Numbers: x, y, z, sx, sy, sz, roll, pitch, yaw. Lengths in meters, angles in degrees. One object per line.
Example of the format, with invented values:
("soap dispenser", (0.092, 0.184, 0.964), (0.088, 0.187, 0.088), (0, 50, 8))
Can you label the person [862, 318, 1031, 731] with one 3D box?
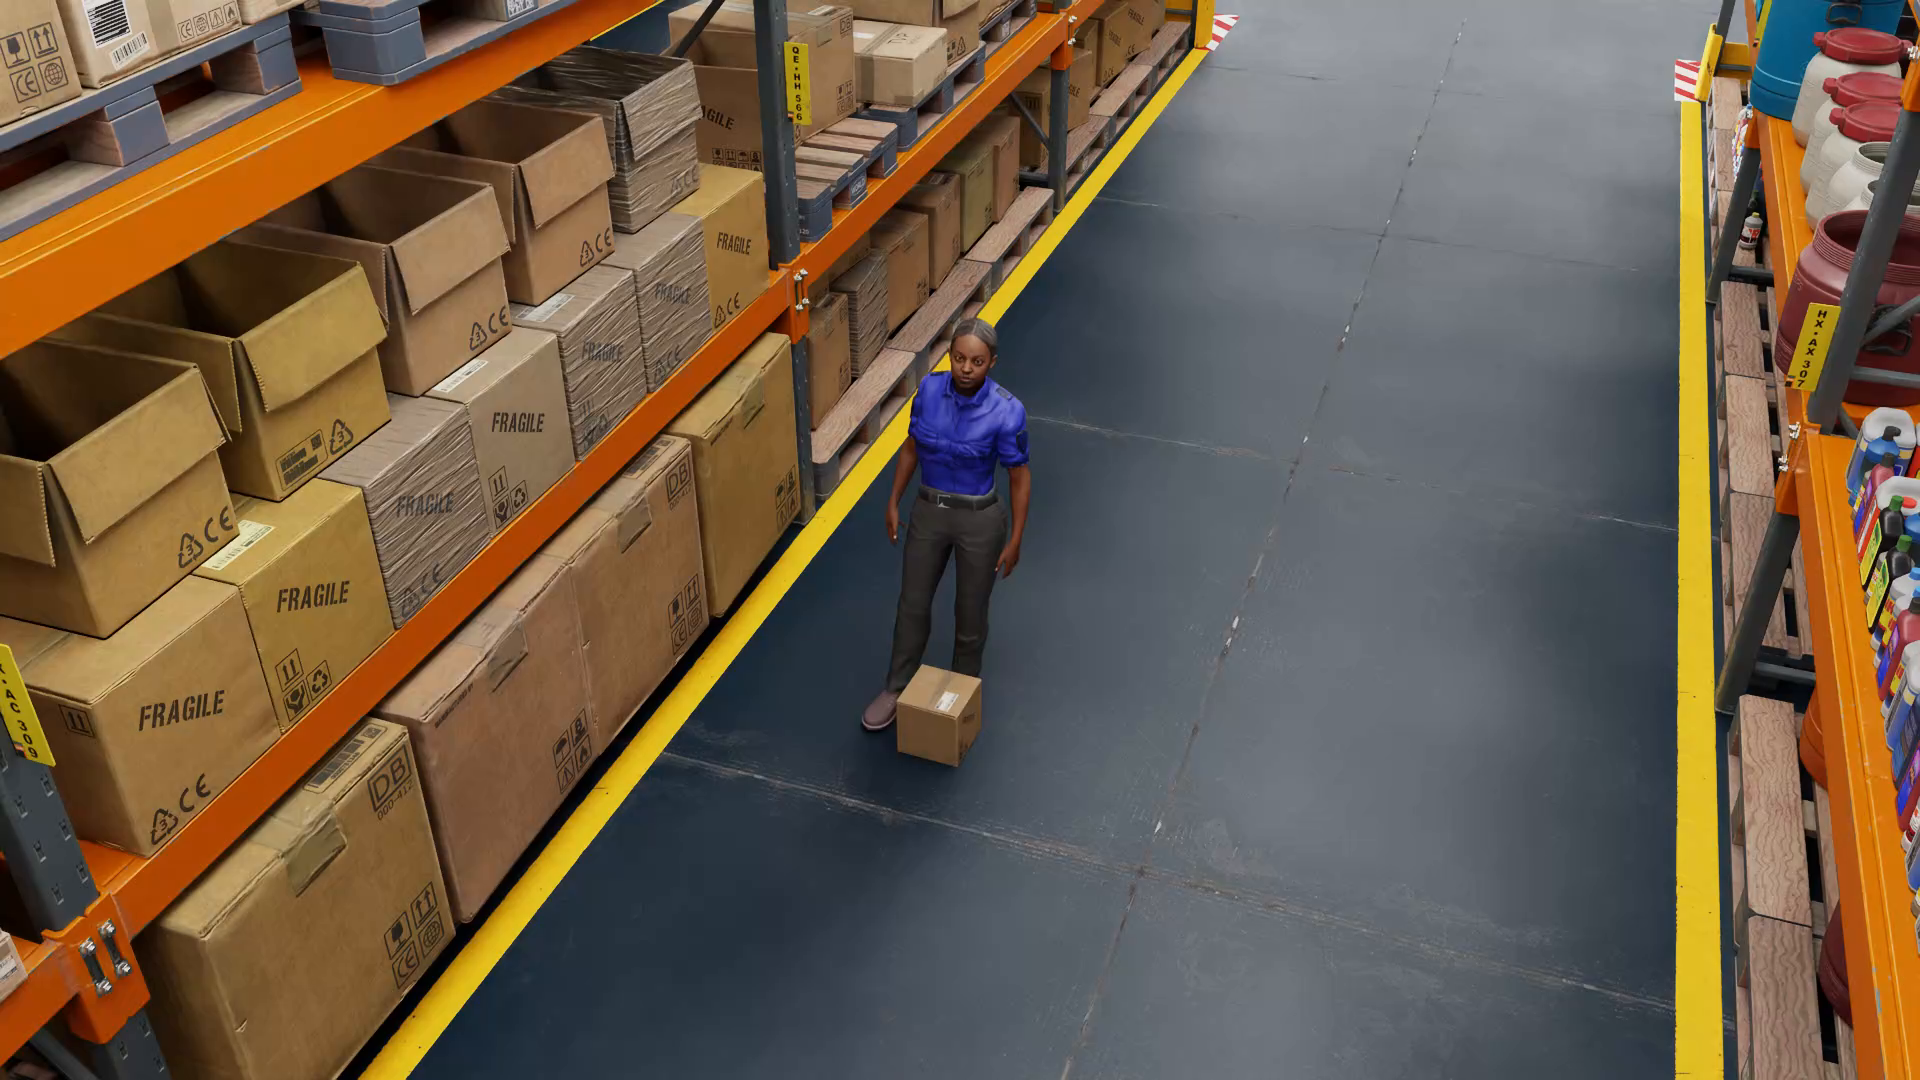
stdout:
("person", (-0.050, -0.019, 6.159), (0.569, 1.654, 0.504), (13, 36, 19))
